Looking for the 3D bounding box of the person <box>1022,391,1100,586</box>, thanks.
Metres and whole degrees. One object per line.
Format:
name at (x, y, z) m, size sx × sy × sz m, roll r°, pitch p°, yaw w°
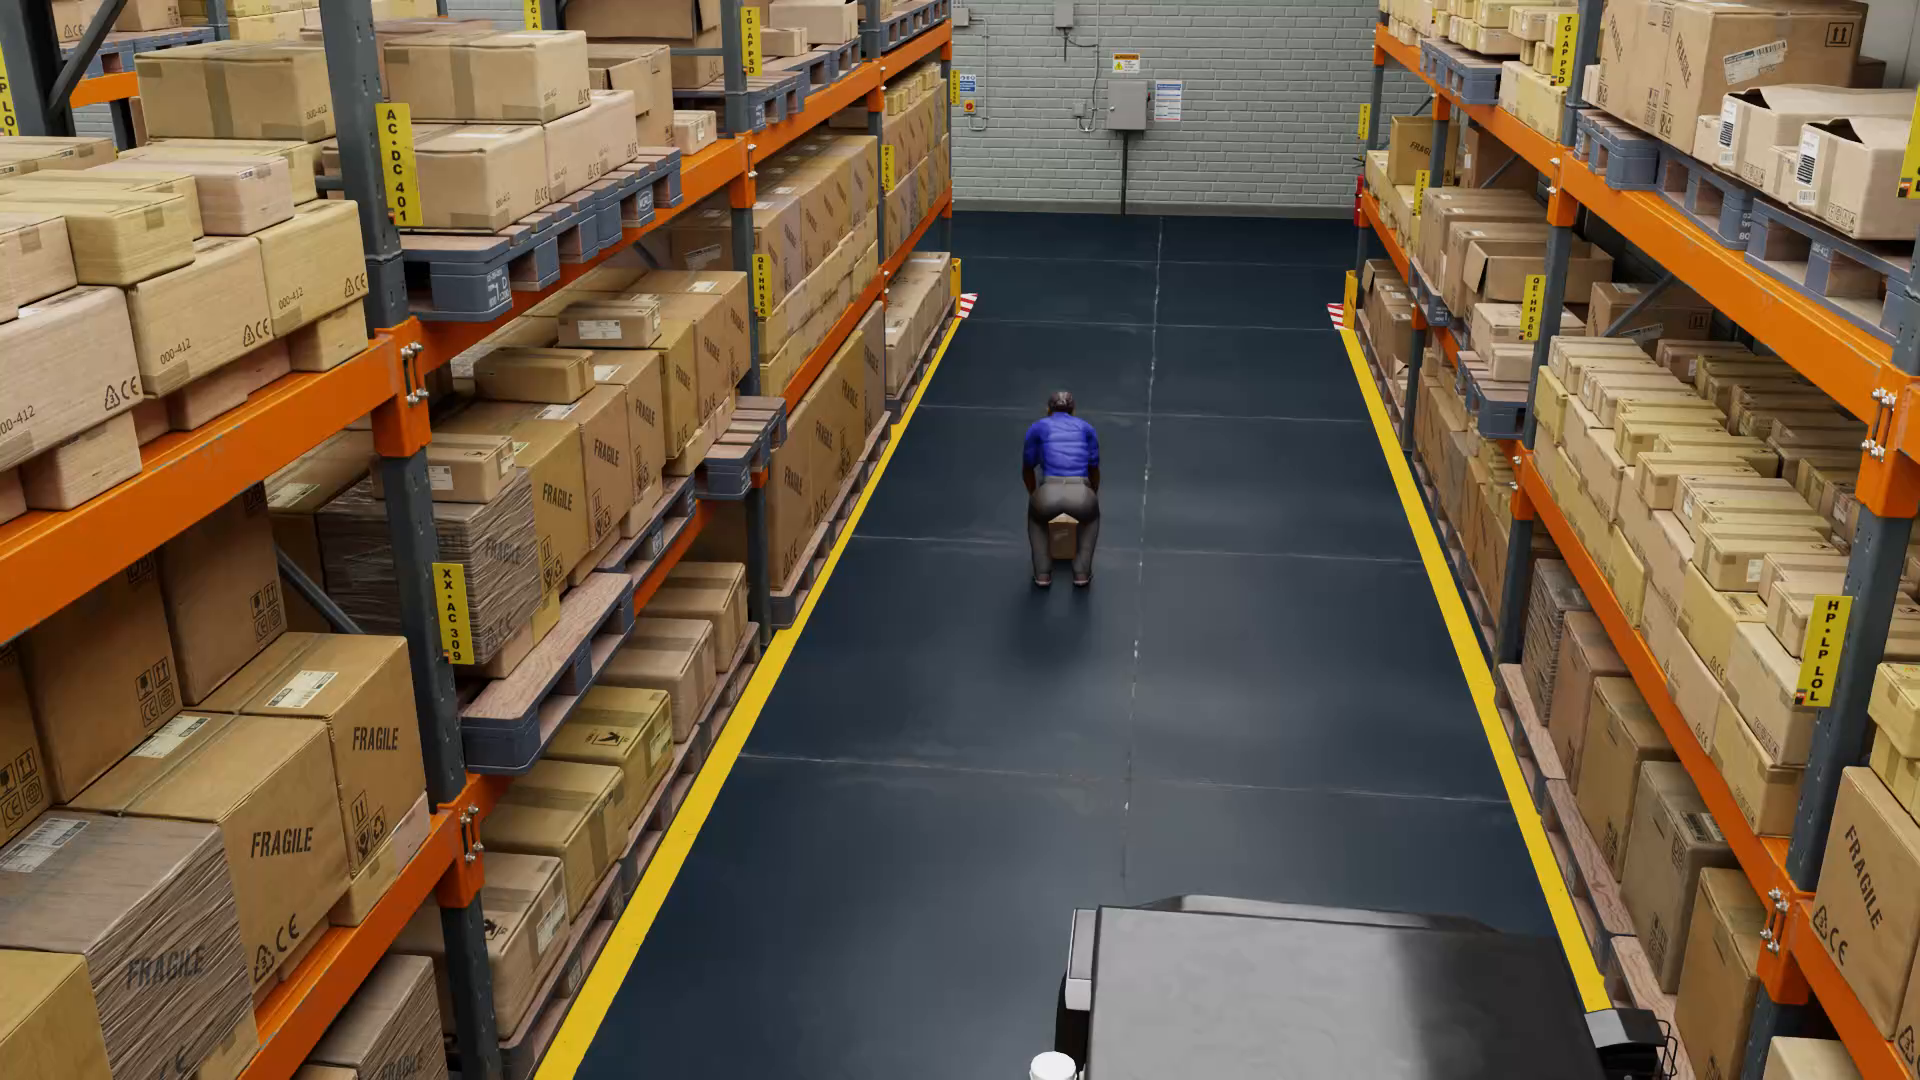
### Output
person at (0.608, -0.293, 10.111) m, size 0.494 × 1.106 × 0.748 m, roll 2°, pitch 21°, yaw 6°
